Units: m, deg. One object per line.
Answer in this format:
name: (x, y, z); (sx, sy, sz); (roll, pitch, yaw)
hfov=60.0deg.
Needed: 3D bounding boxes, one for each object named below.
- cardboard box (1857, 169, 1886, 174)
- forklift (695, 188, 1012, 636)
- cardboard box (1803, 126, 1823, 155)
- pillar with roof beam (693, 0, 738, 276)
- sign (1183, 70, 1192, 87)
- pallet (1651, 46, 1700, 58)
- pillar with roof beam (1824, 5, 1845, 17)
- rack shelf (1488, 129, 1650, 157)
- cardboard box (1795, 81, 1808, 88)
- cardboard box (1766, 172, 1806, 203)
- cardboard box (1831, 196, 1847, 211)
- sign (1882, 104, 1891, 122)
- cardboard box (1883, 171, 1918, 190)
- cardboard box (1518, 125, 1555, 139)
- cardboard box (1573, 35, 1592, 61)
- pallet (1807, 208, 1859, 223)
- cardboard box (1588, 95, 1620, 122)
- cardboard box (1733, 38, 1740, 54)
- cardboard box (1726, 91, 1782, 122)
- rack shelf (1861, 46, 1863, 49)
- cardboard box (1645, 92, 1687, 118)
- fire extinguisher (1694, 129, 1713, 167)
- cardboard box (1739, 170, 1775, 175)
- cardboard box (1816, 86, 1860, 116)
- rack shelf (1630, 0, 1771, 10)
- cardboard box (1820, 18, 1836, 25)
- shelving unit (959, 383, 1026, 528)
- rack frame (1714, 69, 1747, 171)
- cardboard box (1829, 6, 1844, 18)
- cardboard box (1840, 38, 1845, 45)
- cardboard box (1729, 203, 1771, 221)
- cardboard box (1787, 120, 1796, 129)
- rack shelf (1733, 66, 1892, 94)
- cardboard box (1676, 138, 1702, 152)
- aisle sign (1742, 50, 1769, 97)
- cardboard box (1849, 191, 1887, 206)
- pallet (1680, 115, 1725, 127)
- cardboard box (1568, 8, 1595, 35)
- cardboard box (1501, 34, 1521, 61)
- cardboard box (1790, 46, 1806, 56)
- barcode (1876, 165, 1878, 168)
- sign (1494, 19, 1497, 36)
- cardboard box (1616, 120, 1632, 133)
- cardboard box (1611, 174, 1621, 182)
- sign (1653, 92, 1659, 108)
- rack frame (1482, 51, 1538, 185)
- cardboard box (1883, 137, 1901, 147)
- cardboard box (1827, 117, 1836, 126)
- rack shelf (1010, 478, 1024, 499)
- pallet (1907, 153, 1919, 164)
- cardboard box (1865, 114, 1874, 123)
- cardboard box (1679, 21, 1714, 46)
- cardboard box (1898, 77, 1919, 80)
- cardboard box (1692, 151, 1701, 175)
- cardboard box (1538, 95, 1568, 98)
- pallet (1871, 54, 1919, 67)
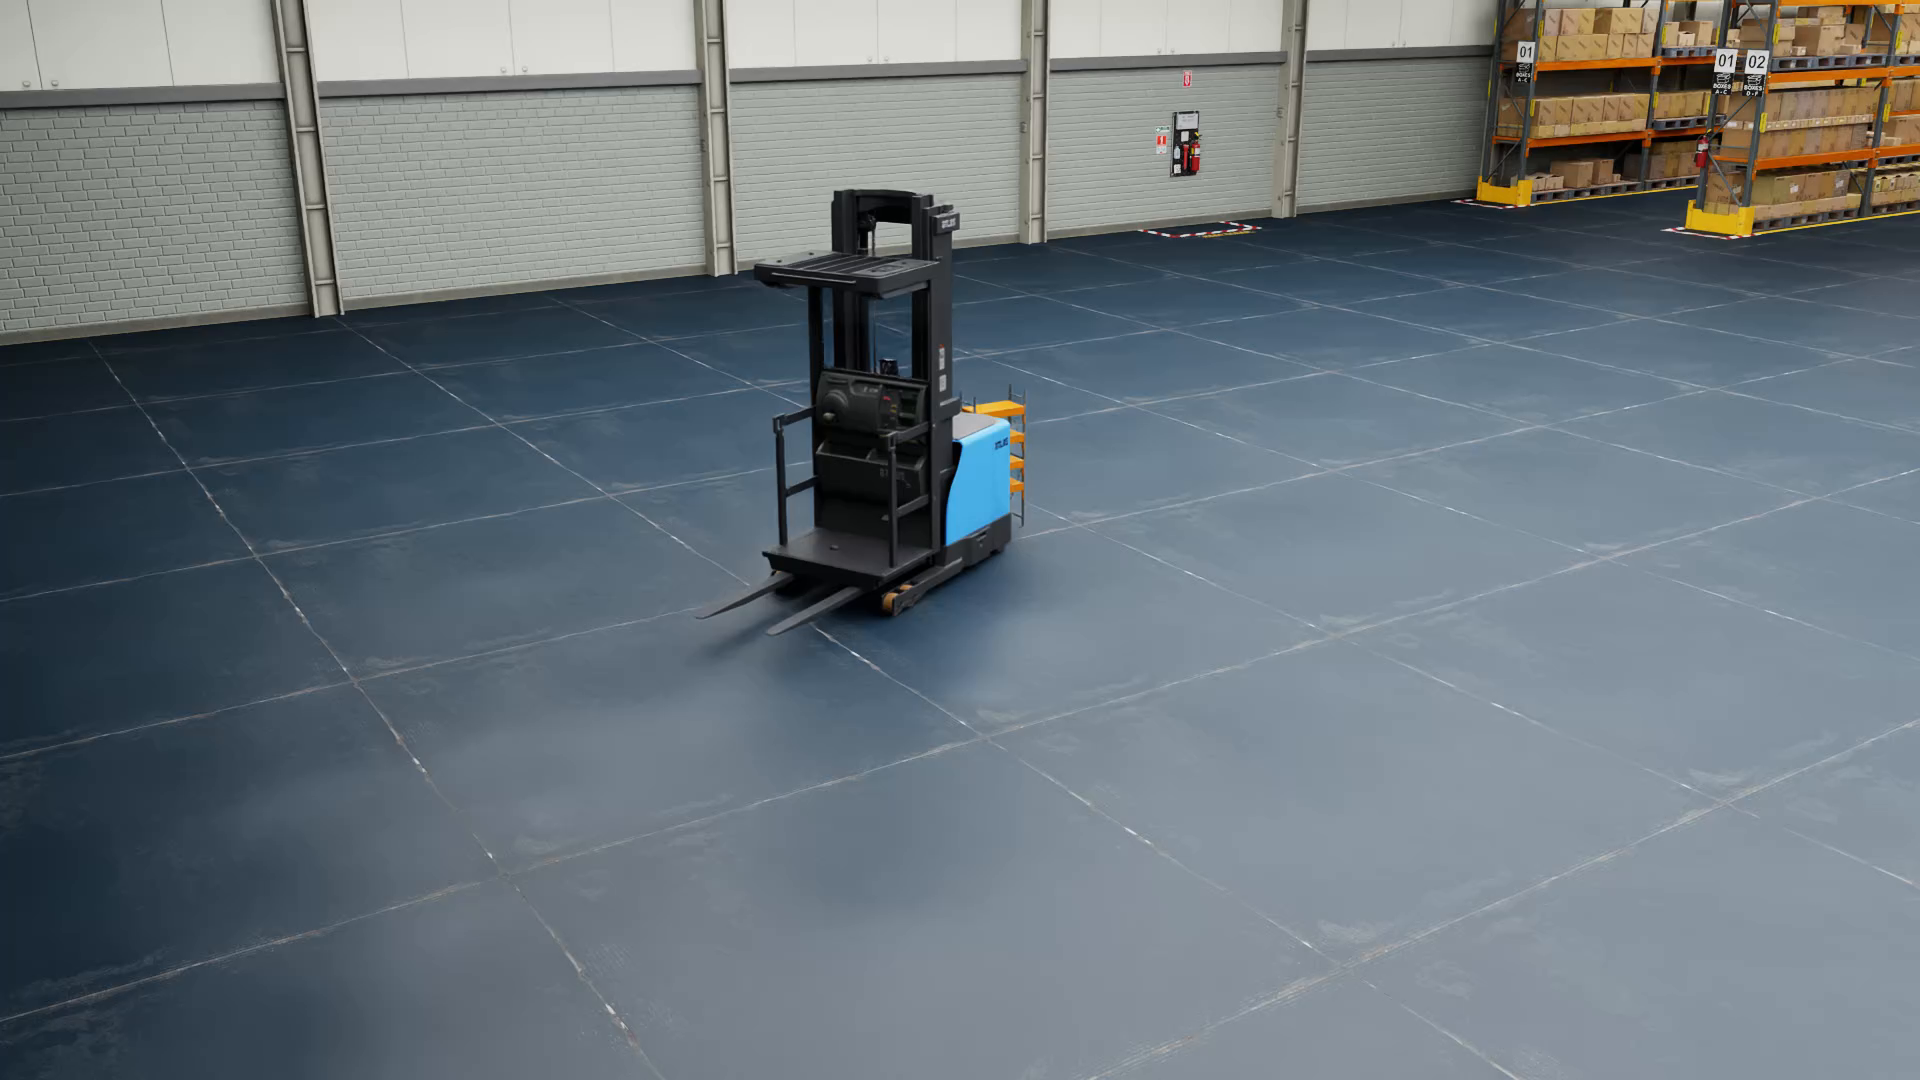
cardboard box: (18.289, -7.285, 33.372); (0.500, 0.311, 0.500); (-12, 22, -32)
forklift: (-0.771, -1.009, 12.152); (1.130, 2.935, 3.031); (11, 21, 29)
cardboard box: (15.607, -7.490, 31.059); (0.500, 0.500, 0.700); (-11, 22, -30)
pillar with roof beam: (-1.366, -7.289, 21.254); (0.400, 9.000, 9.100); (-12, 22, -31)
sign: (4.142, -8.410, 30.319); (0.199, 0.298, 0.001); (-12, 22, -31)
pallet: (15.106, -10.531, 35.821); (1.003, 0.211, 1.213); (-12, 22, -31)
pillar with roof beam: (23.690, -12.573, 36.885); (0.400, 9.000, 9.100); (-12, 22, -31)
rack shelf: (12.861, -8.426, 35.107); (4.000, 0.370, 1.077); (-12, 22, -31)
cardboard box: (19.257, -10.571, 38.508); (0.500, 0.250, 0.500); (-12, 22, -31)
cardboard box: (15.316, -6.557, 30.922); (0.500, 0.500, 0.500); (-12, 22, -31)
cardboard box: (16.569, -6.465, 31.823); (0.500, 0.250, 0.500); (-12, 22, -31)
sign: (17.566, -8.094, 31.527); (0.005, 0.325, 0.100); (-12, 22, -31)
cardboard box: (18.594, -7.141, 32.946); (0.500, 0.311, 0.500); (-13, 22, -33)
cardboard box: (11.773, -8.354, 33.974); (0.500, 0.250, 0.500); (-13, 22, -33)
cardboard box: (12.507, -10.062, 33.952); (0.500, 0.500, 0.500); (-11, 21, -29)
pallet: (16.572, -6.345, 32.182); (1.213, 0.211, 1.003); (-12, 22, -31)
cardboard box: (13.467, -9.071, 34.926); (0.500, 0.500, 0.500); (-13, 22, -33)
cardboard box: (17.419, -11.013, 37.060); (0.500, 0.311, 0.500); (-12, 22, -31)
cardboard box: (14.360, -7.840, 30.070); (0.500, 0.500, 0.700); (-12, 22, -31)
rack shelf: (22.883, -11.960, 40.879); (4.000, 0.370, 1.077); (-12, 22, -31)
cardboard box: (15.446, -9.552, 36.471); (0.500, 0.500, 0.700); (-9, 21, -26)
fire extinguisher: (13.564, -7.157, 30.351); (0.183, 0.674, 0.296); (-12, 22, -31)
cardboard box: (15.030, -6.696, 31.333); (0.500, 0.500, 0.500); (-12, 22, -31)
cardboard box: (16.471, -8.287, 31.393); (0.500, 0.500, 0.700); (-12, 22, -32)
rack shelf: (16.202, -11.783, 36.295); (4.000, 0.370, 1.077); (-12, 22, -31)
cardboard box: (19.988, -11.964, 38.923); (0.500, 0.500, 0.700); (-12, 22, -32)
shelving unit: (0.268, -0.663, 13.833); (0.503, 1.200, 0.258); (-11, 22, -30)
rack frame: (17.872, -9.823, 38.118); (0.127, 3.000, 1.000); (-12, 22, -31)
cardboard box: (20.406, -12.440, 39.161); (0.500, 0.250, 0.500); (-10, 21, -28)
cardboard box: (16.242, -9.325, 31.226); (0.500, 0.311, 0.500); (-13, 23, -34)
cardboard box: (14.489, -6.021, 30.509); (0.500, 0.250, 0.500); (-12, 22, -31)
cardboard box: (15.005, -7.591, 30.345); (0.250, 0.149, 0.380); (-12, 22, -32)
rack shelf: (15.589, -8.522, 30.710); (4.000, 0.370, 1.077); (-12, 22, -31)
cardboard box: (16.362, -8.887, 37.392); (0.500, 0.250, 0.500); (-12, 22, -32)
aisle sign: (14.032, -8.228, 29.340); (0.004, 0.787, 0.394); (-12, 22, -31)
cardboard box: (17.732, -6.696, 32.504); (0.500, 0.250, 0.500); (-13, 22, -33)
pallet: (16.242, -9.373, 37.085); (1.213, 0.211, 1.003); (-12, 22, -31)
cardboard box: (12.515, -10.537, 33.796); (0.500, 0.500, 0.500); (-11, 22, -30)
cardboard box: (11.400, -10.033, 33.868); (0.500, 0.500, 0.500); (-10, 21, -28)
cardboard box: (14.998, -8.817, 29.977); (0.250, 0.149, 0.380); (-12, 22, -31)
barcode: (17.701, -7.207, 32.097); (0.075, 0.075, 0.001); (-12, 22, -31)
sign: (10.902, -10.407, 33.778); (0.005, 0.325, 0.100); (-12, 22, -31)
cardboard box: (13.882, -8.807, 35.315); (0.500, 0.250, 0.500); (-12, 22, -31)
cardboard box: (14.101, -7.883, 36.115); (0.250, 0.166, 0.380); (-16, 24, -38)
sign: (14.836, -9.385, 35.470); (0.005, 0.325, 0.100); (-12, 22, -31)
rack frame: (11.191, -8.414, 33.950); (0.127, 3.000, 1.000); (-12, 22, -31)
cardboard box: (18.112, -7.777, 32.457); (0.250, 0.149, 0.380); (-12, 22, -31)
cardboard box: (16.089, -7.821, 31.025); (0.250, 0.149, 0.380); (-11, 22, -30)
rack shelf: (0.268, -0.411, 13.918); (0.480, 0.148, 0.258); (-11, 22, -30)
pallet: (23.929, -9.750, 42.255); (1.213, 0.211, 1.003); (-12, 22, -31)
cardboard box: (17.150, -8.044, 31.686); (0.250, 0.149, 0.380); (-12, 22, -31)
cardboard box: (16.062, -11.078, 36.335); (0.500, 0.500, 0.500); (-13, 23, -33)
cardboard box: (24.133, -11.282, 41.965); (0.700, 0.700, 0.980); (-11, 21, -29)
cardboard box: (16.406, -8.552, 37.574); (0.500, 0.500, 0.700); (-12, 22, -32)
cardboard box: (12.323, -9.026, 34.792); (0.500, 0.500, 0.500); (-13, 22, -33)
pallet: (17.989, -9.284, 32.137); (1.217, 0.209, 0.805); (-13, 23, -34)
